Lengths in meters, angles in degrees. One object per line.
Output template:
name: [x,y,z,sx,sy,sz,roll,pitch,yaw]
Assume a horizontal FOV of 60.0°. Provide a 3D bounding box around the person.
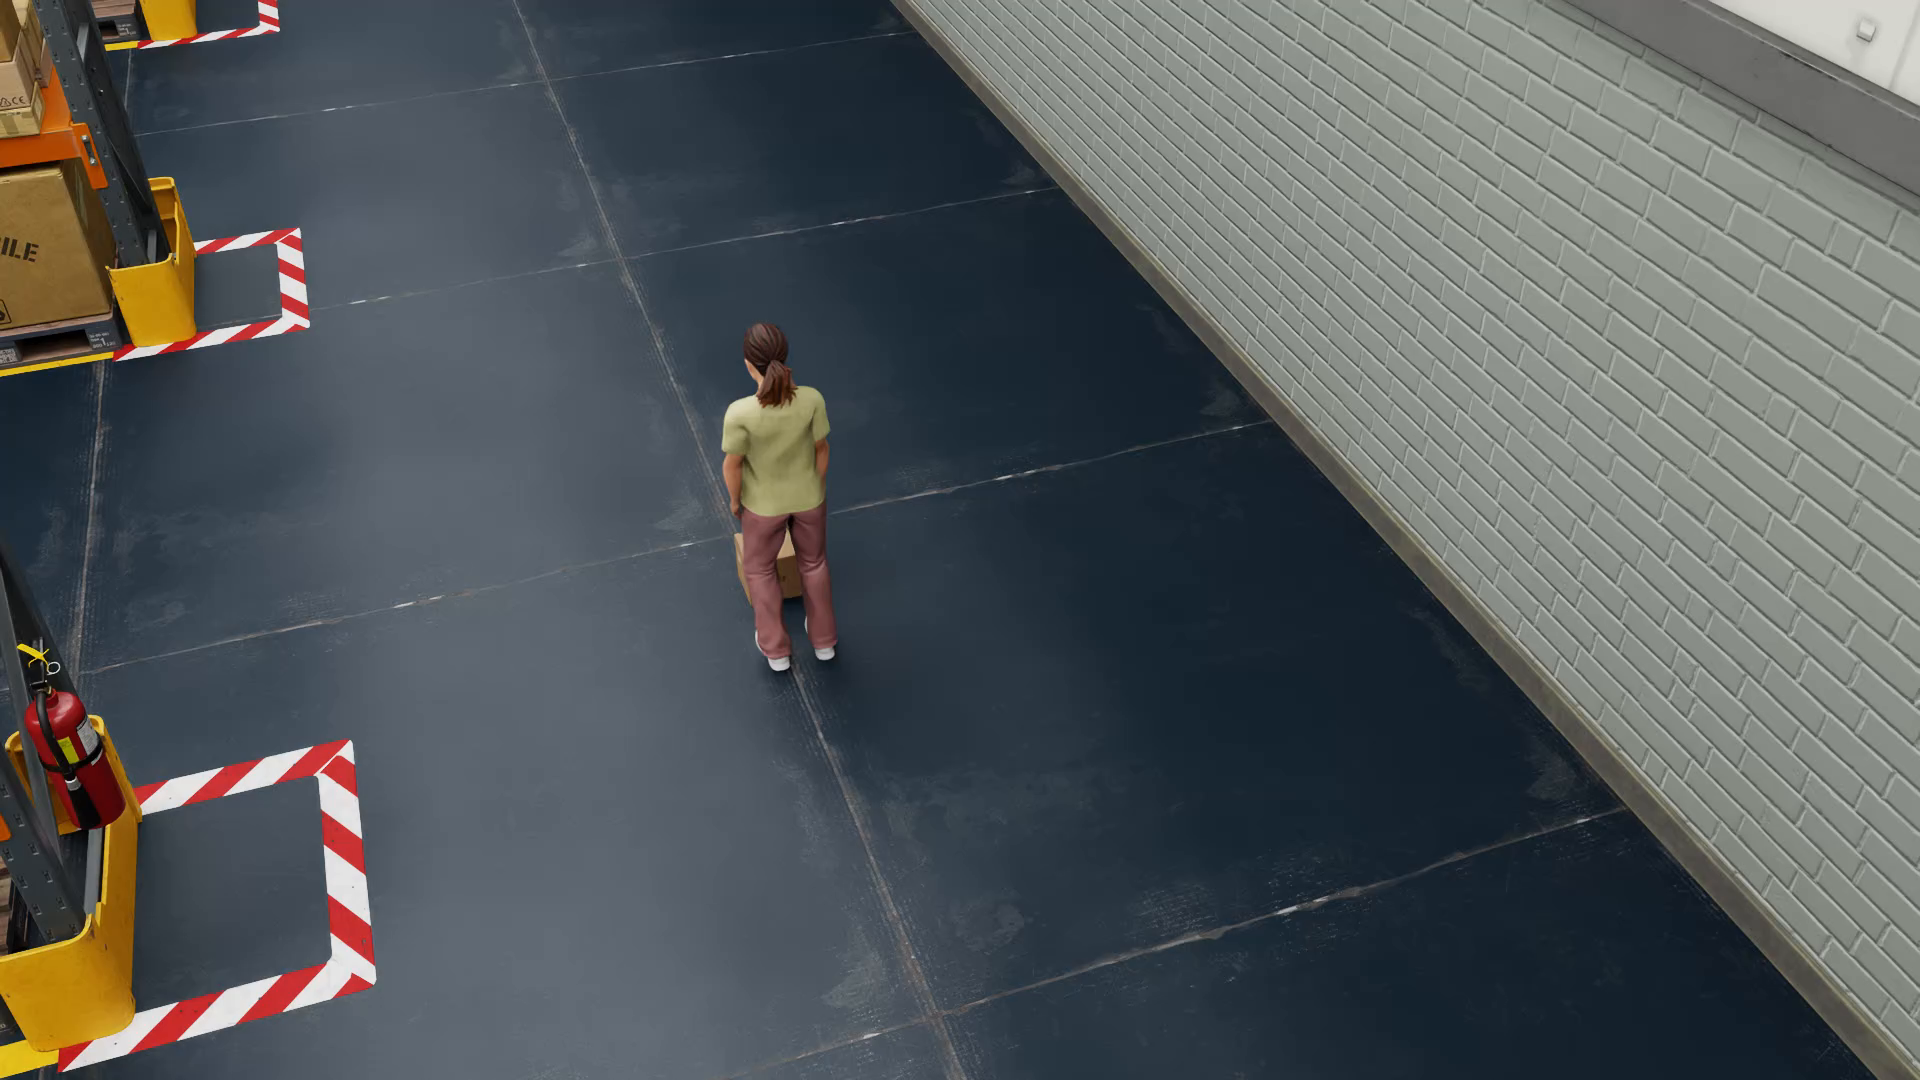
person: [-0.757,-0.157,7.001,0.452,1.666,0.354,-12,39,-15]
